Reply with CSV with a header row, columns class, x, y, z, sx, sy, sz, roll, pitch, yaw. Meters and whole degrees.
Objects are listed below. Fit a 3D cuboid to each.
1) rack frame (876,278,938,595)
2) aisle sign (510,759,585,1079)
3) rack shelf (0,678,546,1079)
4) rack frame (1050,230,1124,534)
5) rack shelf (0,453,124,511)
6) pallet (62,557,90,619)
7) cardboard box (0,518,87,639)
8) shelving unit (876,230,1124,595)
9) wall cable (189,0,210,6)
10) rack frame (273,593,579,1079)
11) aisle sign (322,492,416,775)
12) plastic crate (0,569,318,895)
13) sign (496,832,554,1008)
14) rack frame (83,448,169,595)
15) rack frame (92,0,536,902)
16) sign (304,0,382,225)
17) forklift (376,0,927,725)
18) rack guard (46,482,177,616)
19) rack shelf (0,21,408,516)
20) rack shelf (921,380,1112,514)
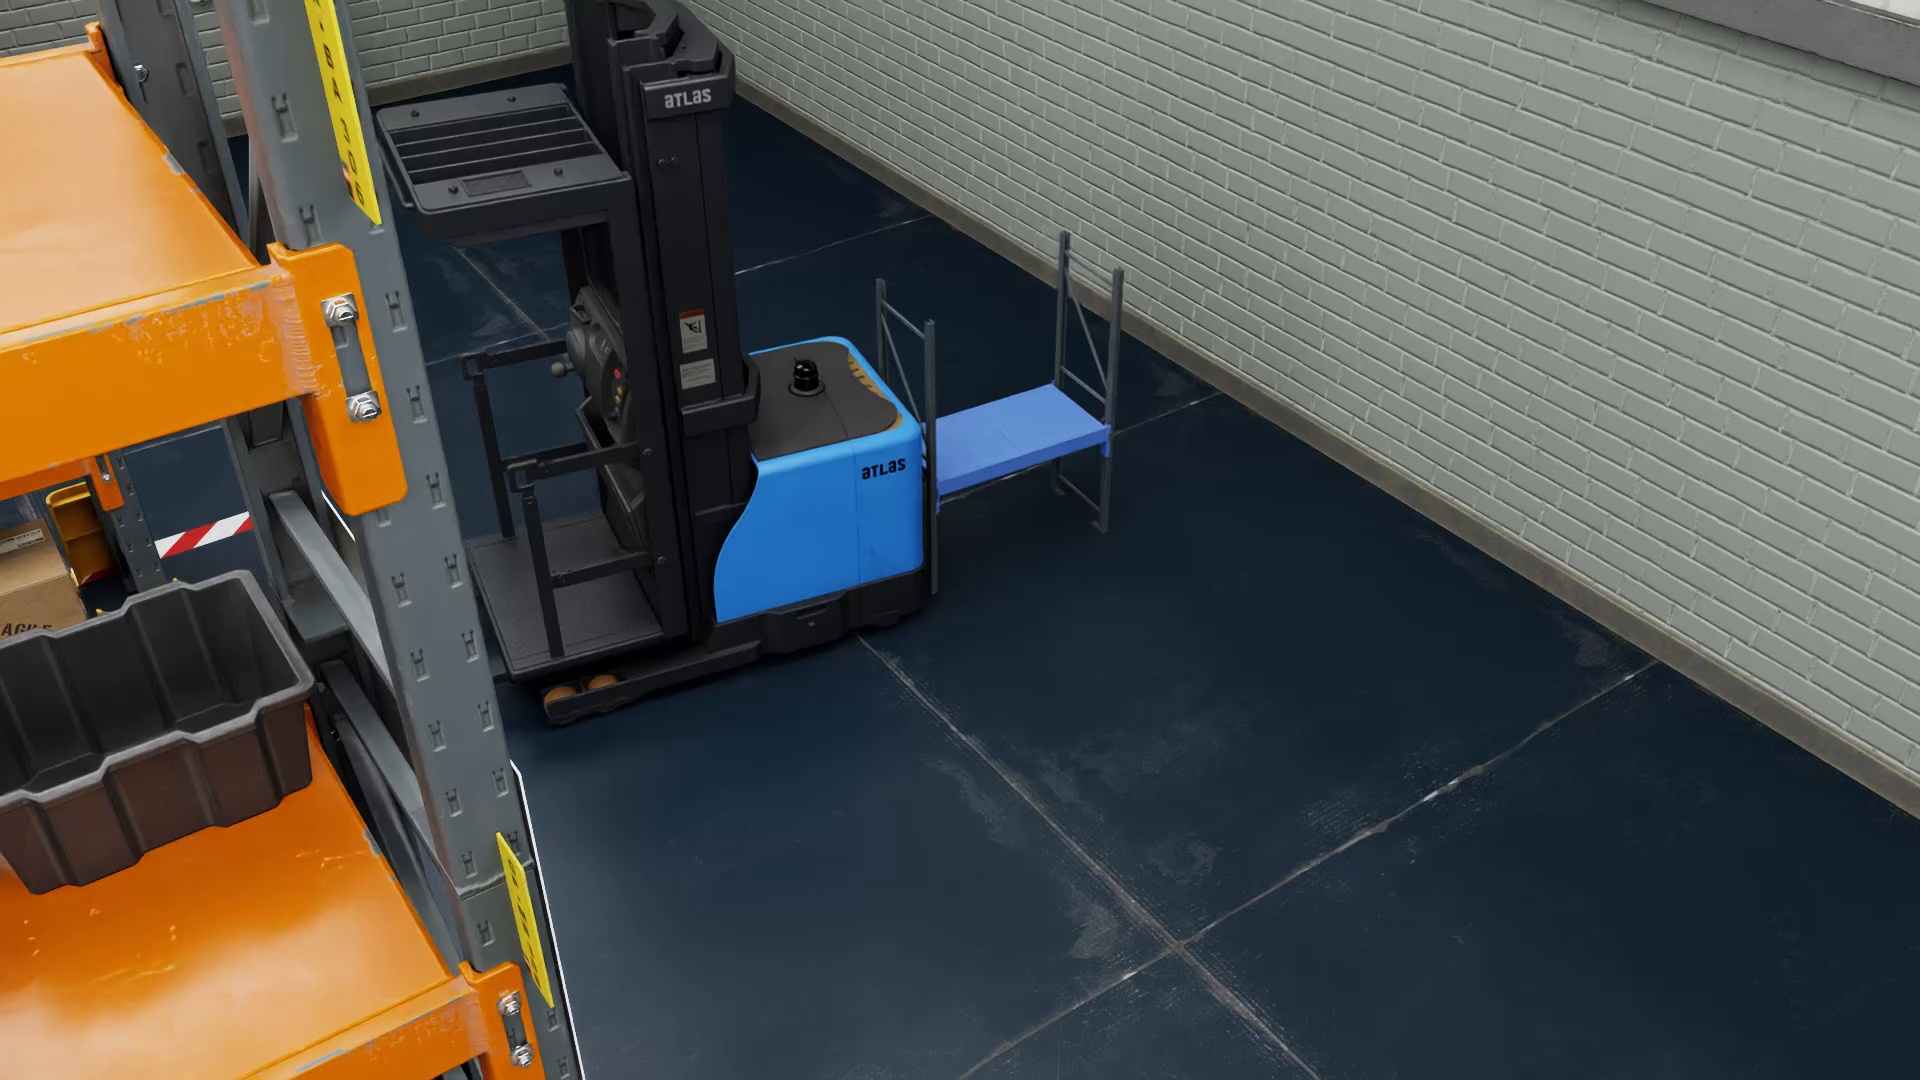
class,x,y,z,sx,sy,sz,roll,pitch,yaw
rack frame,-0.250,-0.470,7.933,0.032,1.500,0.500,-19,40,-24
aisle sign,-0.799,0.590,2.947,0.004,0.787,0.394,-22,41,-28
rack shelf,-2.661,1.277,2.266,4.000,0.370,1.077,-22,41,-28
rack frame,0.626,-0.772,8.352,0.032,1.500,0.500,-19,40,-24
rack shelf,-5.511,0.130,6.430,4.000,0.370,1.077,-22,41,-28
pallet,-4.590,0.591,7.561,1.213,0.211,1.003,-22,41,-28
cardboard box,-4.179,0.301,7.339,0.500,0.500,0.500,-22,41,-28
shelving unit,0.188,-0.621,8.142,1.048,1.500,0.538,-19,40,-24
wall cable,-6.232,-4.493,11.371,1.851,1.984,0.084,-22,41,-28
rack frame,-1.026,1.530,3.867,0.127,3.000,1.000,-22,41,-28
aisle sign,-1.139,0.309,3.339,0.004,0.787,0.394,-22,41,-28
plastic crate,-1.501,0.362,3.034,0.590,0.269,0.497,-22,41,-28
sign,-0.696,0.612,2.664,0.005,0.325,0.100,-22,41,-28
rack frame,-3.877,-0.835,7.156,0.127,3.000,1.000,-22,41,-28
rack frame,-1.026,-0.905,2.115,0.127,3.000,1.000,-22,41,-28
sign,-0.696,-0.517,1.852,0.005,0.325,0.100,-22,41,-28
forklift,-1.720,-0.722,7.057,3.031,2.935,1.130,-15,38,-20
rack guard,-3.939,0.205,7.850,0.348,0.500,1.175,-22,41,-28
rack shelf,-2.661,0.222,1.507,4.000,0.370,1.077,-22,41,-28
rack shelf,0.188,-0.475,8.247,1.000,0.185,0.538,-19,40,-24
